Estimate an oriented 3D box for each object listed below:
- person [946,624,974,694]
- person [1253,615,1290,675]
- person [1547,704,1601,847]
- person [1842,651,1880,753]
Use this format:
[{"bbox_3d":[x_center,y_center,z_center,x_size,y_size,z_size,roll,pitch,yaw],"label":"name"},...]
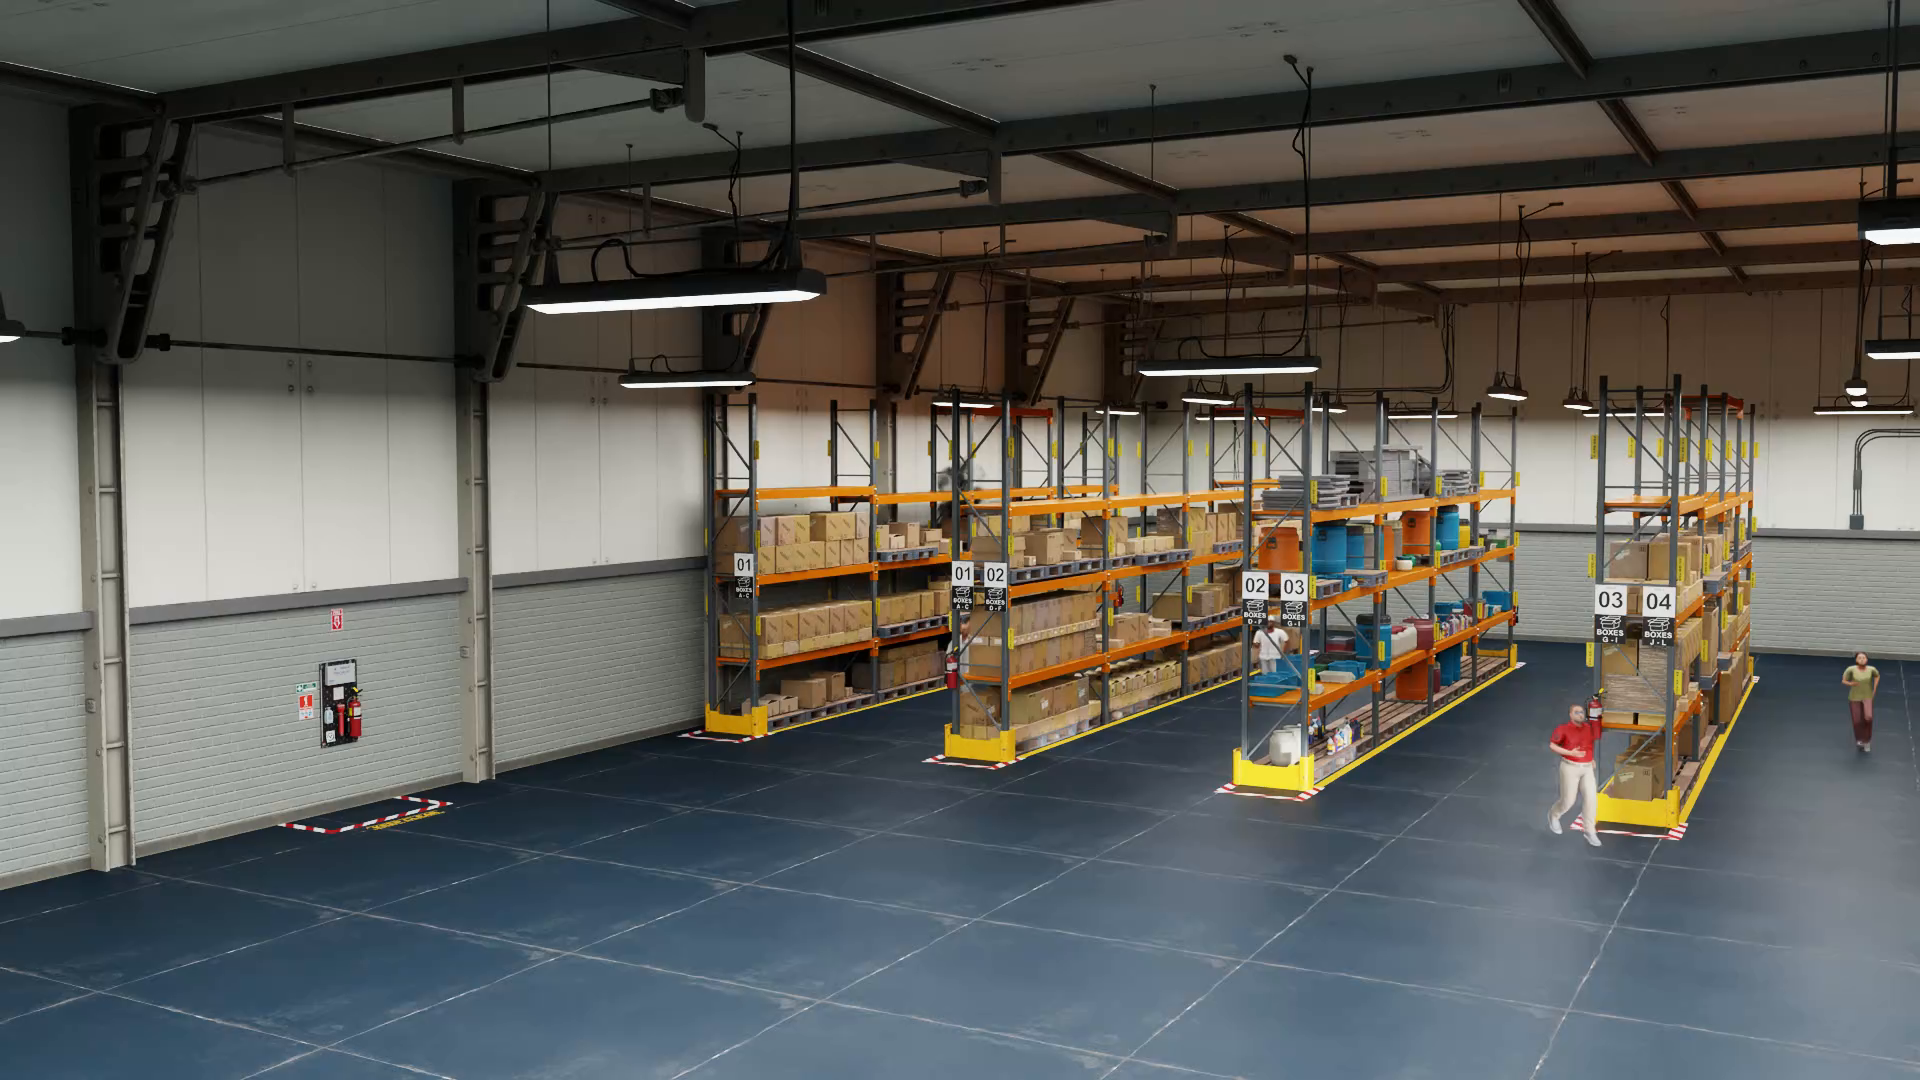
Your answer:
[{"bbox_3d":[0.074,2.437,30.838,0.712,1.776,1.037,1,3,16],"label":"person"},{"bbox_3d":[6.088,2.363,32.720,0.676,1.782,0.661,1,3,22],"label":"person"},{"bbox_3d":[7.888,2.987,21.347,0.665,1.758,0.848,-1,3,-12],"label":"person"},{"bbox_3d":[14.991,2.682,27.695,0.562,1.677,0.748,2,3,27],"label":"person"}]
